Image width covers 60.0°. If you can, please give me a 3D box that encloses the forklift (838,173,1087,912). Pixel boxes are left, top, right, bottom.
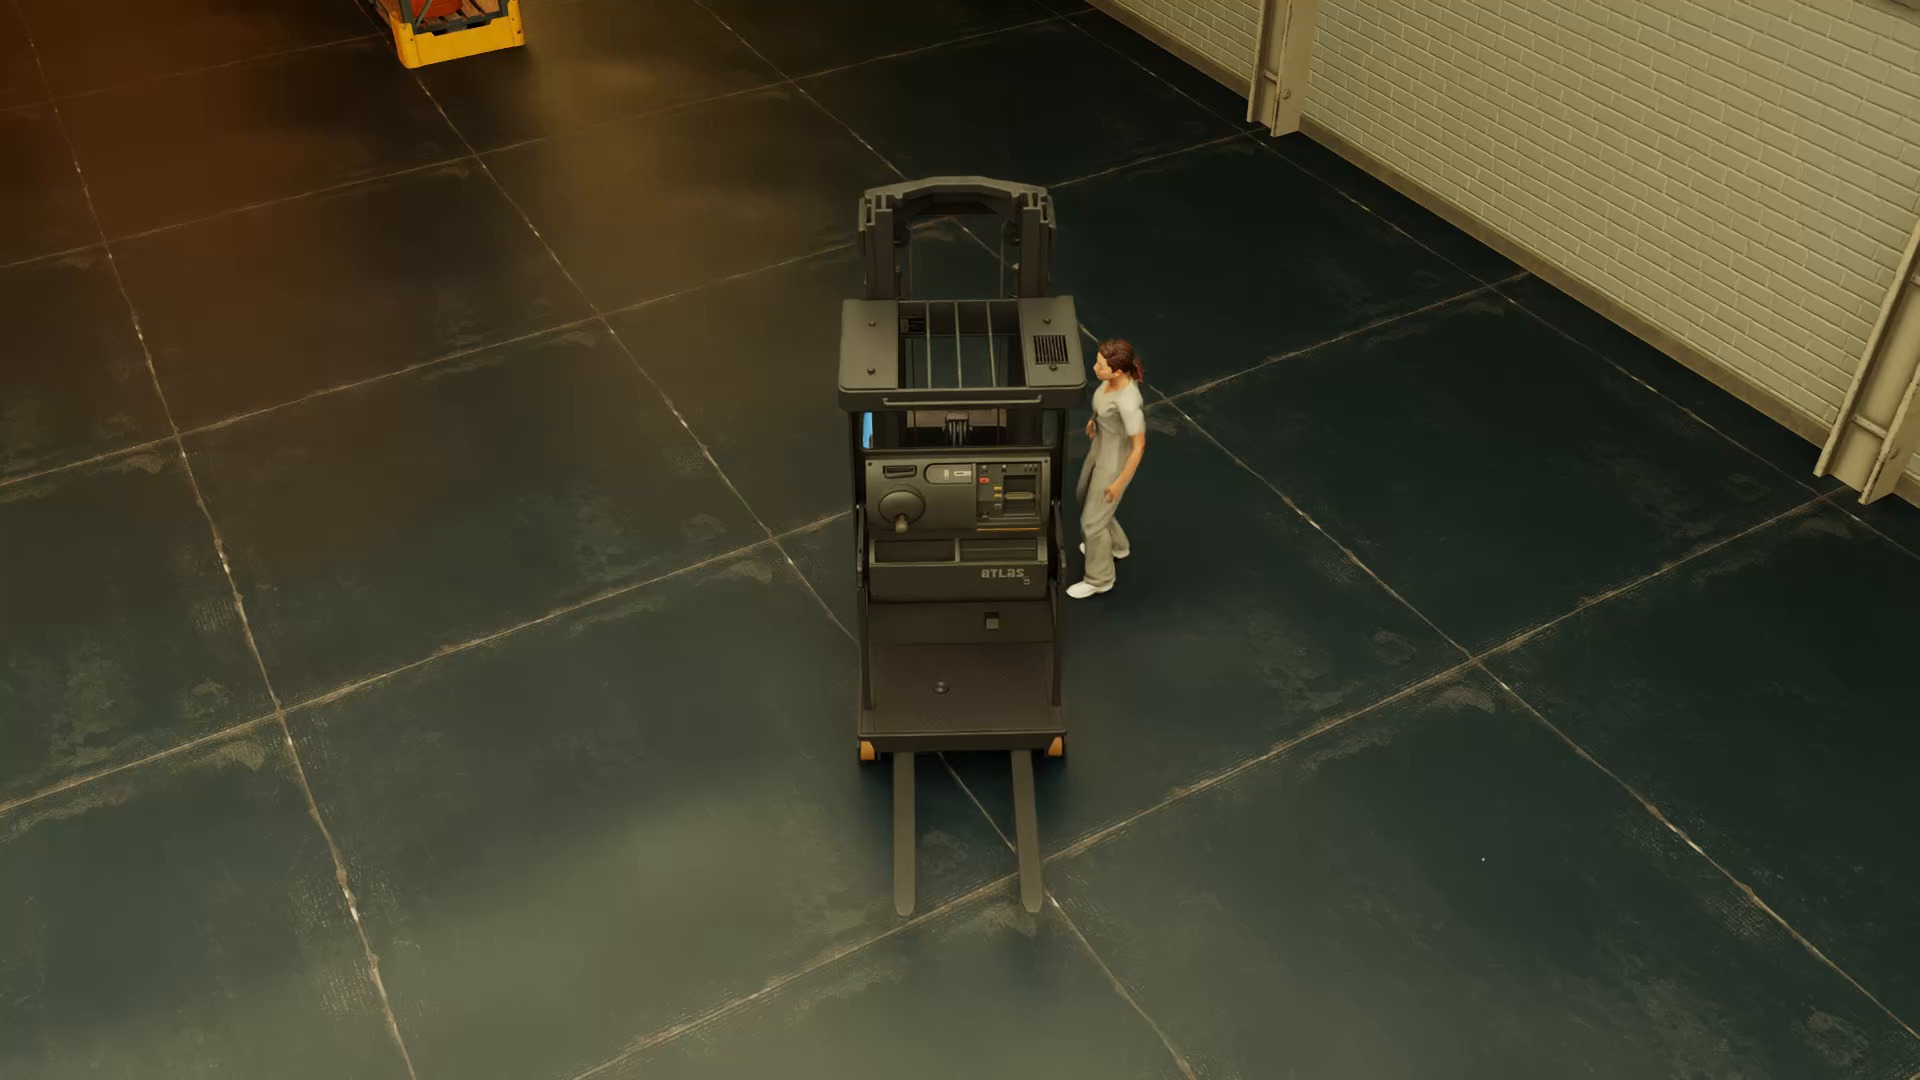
[{"bbox_3d":[-0.001,-0.173,8.244,1.130,2.935,3.031,-1,40,-1],"label":"forklift"}]

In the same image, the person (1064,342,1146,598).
[{"bbox_3d":[0.753,-0.447,9.624,0.531,1.623,0.787,-4,40,-5],"label":"person"}]
